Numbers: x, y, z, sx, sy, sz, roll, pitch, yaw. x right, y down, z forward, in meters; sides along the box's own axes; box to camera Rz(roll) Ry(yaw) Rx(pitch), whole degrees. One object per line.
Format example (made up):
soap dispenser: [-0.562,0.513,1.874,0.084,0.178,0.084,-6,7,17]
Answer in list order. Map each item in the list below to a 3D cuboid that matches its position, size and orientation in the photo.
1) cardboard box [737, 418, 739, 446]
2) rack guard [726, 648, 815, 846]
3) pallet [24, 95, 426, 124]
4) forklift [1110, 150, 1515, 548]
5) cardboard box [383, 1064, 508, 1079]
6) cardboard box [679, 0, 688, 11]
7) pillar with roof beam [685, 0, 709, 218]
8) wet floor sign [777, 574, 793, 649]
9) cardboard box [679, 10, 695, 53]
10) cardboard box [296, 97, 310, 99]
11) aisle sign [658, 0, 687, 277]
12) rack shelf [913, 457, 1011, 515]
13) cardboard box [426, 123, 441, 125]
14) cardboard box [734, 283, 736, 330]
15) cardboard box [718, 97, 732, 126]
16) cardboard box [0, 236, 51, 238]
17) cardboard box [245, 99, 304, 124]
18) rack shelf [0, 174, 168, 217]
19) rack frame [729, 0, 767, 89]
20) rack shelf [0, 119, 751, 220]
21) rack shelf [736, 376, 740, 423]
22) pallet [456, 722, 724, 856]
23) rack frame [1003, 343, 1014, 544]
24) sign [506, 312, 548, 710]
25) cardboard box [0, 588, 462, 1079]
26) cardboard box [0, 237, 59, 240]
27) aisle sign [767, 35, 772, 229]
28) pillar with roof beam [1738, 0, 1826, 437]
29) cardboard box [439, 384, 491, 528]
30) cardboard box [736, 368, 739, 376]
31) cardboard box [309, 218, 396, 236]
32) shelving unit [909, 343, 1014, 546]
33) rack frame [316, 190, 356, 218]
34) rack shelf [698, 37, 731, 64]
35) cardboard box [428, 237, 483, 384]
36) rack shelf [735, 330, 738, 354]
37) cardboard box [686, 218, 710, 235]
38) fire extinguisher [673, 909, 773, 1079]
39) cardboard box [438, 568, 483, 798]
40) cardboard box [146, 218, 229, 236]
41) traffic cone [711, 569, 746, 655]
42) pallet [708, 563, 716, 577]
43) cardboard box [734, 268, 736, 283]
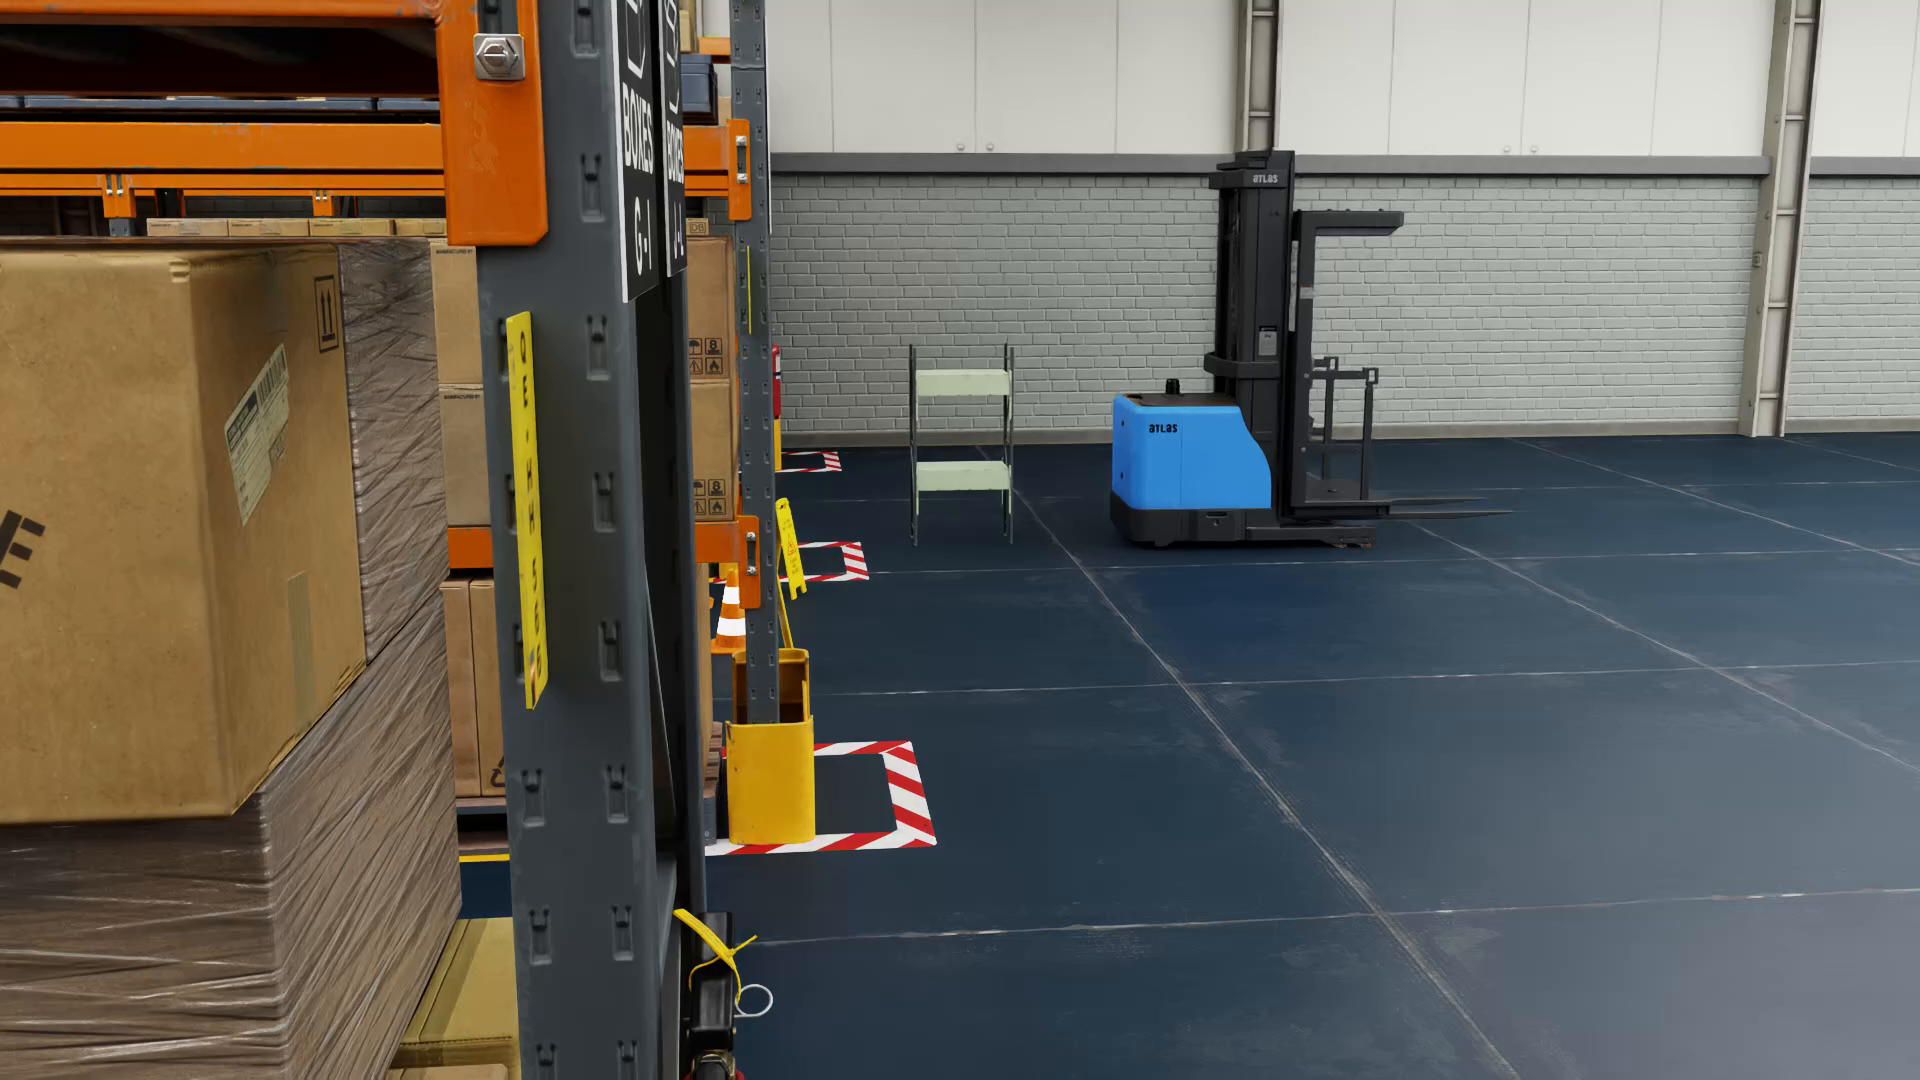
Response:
cardboard box: [-2.447,-1.049,16.465,0.500,0.250,0.500,-1,11,-6]
rack guard: [-0.816,0.863,7.183,0.348,0.500,1.175,-1,11,-6]
pallet: [-2.792,-1.748,6.437,1.213,0.211,1.003,-1,11,-6]
forklift: [2.746,-1.479,12.791,3.031,2.935,1.130,-1,11,-4]
cardboard box: [-0.665,0.759,1.883,0.250,0.149,0.380,-1,11,-6]
cardboard box: [-1.296,-2.099,6.261,0.500,0.250,0.500,-1,11,-5]
pillar with roof beam: [-2.339,-4.539,12.626,0.400,9.000,9.100,-1,11,-6]
wet floor sign: [-1.025,0.412,9.101,0.232,0.644,0.267,-3,12,-16]
cardboard box: [-1.134,-1.895,6.258,0.250,0.149,0.380,-1,11,-6]
cardboard box: [-4.320,-2.926,10.783,0.250,0.149,0.380,-1,11,-7]
aisle sign: [-0.375,-0.744,2.138,0.004,0.787,0.394,-1,11,-6]
rack shelf: [0.007,-0.416,12.787,0.720,0.370,0.431,-1,11,-6]
cardboard box: [-3.472,-2.759,10.969,0.500,0.250,0.500,-1,11,-6]
cardboard box: [-2.537,-2.354,16.807,0.500,0.500,0.500,-1,11,-4]
cardboard box: [-2.428,-3.982,15.965,0.500,0.500,0.500,-1,11,-4]
cardboard box: [-3.911,-0.918,6.574,0.550,0.550,0.875,-1,11,-6]
cardboard box: [-4.473,-2.740,10.873,0.500,0.250,0.500,-1,11,-7]
rack shelf: [-7.440,-2.304,10.901,4.000,0.370,1.077,-1,11,-6]
rack frame: [-0.840,-3.307,6.360,0.127,3.000,1.000,-1,11,-6]
rack shelf: [-2.828,-1.440,6.507,4.000,0.370,1.077,-1,11,-6]
rack shelf: [-3.463,-0.916,11.614,4.000,0.370,1.077,-1,11,-6]
pallet: [-1.626,1.037,7.047,1.213,0.211,1.003,-1,11,-6]
rack frame: [0.371,-0.744,12.763,0.023,1.500,0.400,-1,11,-6]
sign: [-0.364,-0.026,1.404,0.005,0.325,0.100,-1,11,-6]
cardboard box: [-0.954,0.401,2.020,0.500,0.500,0.875,-1,11,-6]
cardboard box: [-1.478,-0.127,2.117,0.500,0.500,0.500,-1,11,-6]
aisle sign: [-0.802,-1.698,6.988,0.004,0.787,0.394,-1,11,-6]
pillar with roof beam: [9.591,-4.789,13.897,0.400,9.000,9.100,-1,11,-6]
cardboard box: [-1.748,-0.405,6.762,0.550,0.550,0.875,-1,11,-6]
cardboard box: [-2.438,-1.540,16.374,0.500,0.250,0.500,-1,11,-4]
cardboard box: [-3.978,-1.892,11.093,0.500,0.500,0.700,-1,11,-7]
shelving unit: [0.007,-0.736,12.724,0.755,1.500,0.431,-1,11,-6]
rack frame: [-5.991,-2.179,16.175,0.127,3.000,1.000,-1,11,-6]
rack shelf: [-4.003,-4.615,15.916,4.000,0.370,1.077,-1,11,-6]
cardboard box: [-1.750,-0.937,6.671,0.550,0.550,0.875,-1,11,-6]
rack shelf: [-4.003,-1.867,16.456,4.000,0.370,1.077,-1,11,-6]
cardboard box: [-1.959,-1.943,11.355,0.500,0.500,0.700,-1,11,-7]
fire extinguisher: [-0.241,0.714,1.660,0.183,0.674,0.296,-1,11,-6]
cardboard box: [-2.381,0.519,6.872,0.875,0.875,0.875,-1,11,-7]
cardboard box: [-4.990,-1.880,11.033,0.500,0.500,0.700,-1,11,-7]
traffic cone: [-1.305,0.397,9.651,0.334,0.463,0.336,-1,11,-6]
pallet: [-2.362,0.070,11.966,1.213,0.211,1.003,-1,11,-6]
cardboard box: [-2.380,-2.672,16.743,0.250,0.149,0.380,-1,11,-8]
